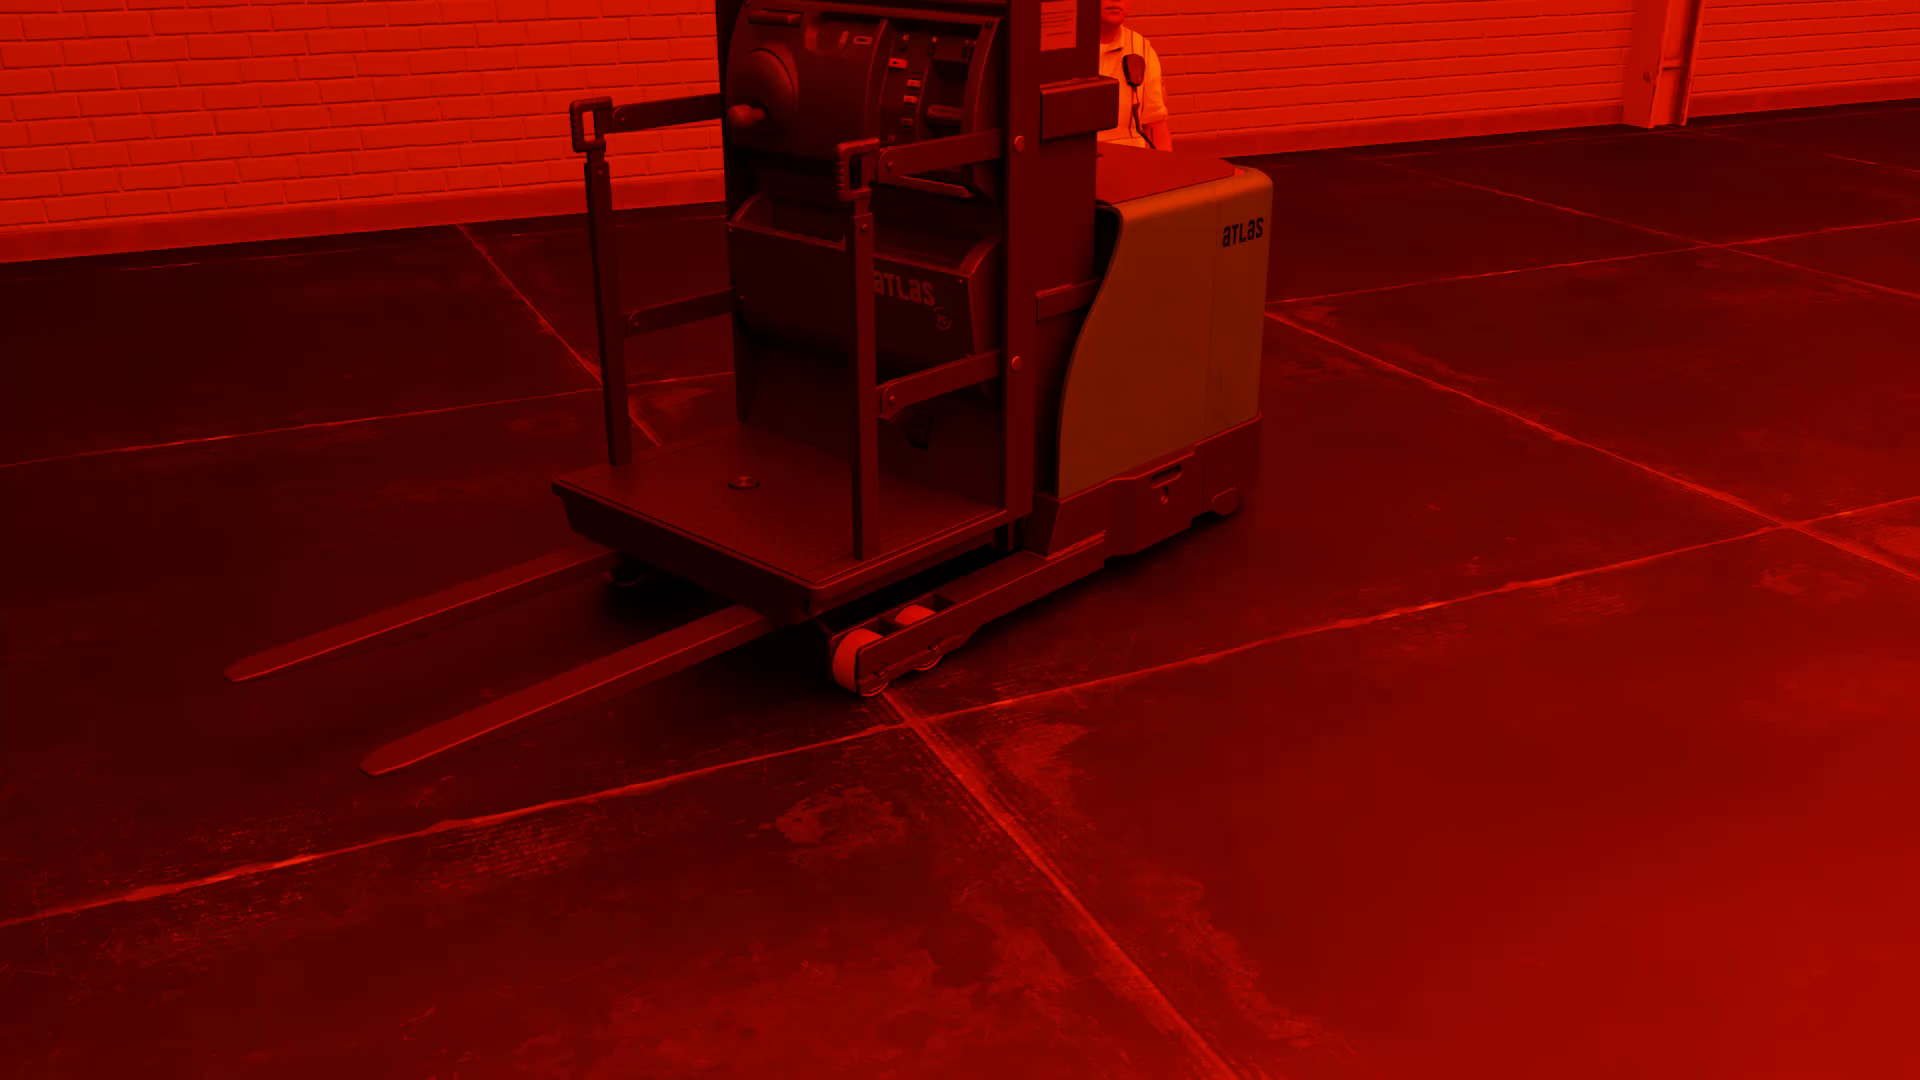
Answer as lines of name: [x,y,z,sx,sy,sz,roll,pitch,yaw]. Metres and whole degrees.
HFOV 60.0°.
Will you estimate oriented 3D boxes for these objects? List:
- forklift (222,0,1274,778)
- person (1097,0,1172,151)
forklift: [-0.413,-1.182,4.131,1.130,2.935,3.031,19,29,39]
person: [0.418,-1.066,5.482,0.598,1.670,0.529,-2,23,-4]
